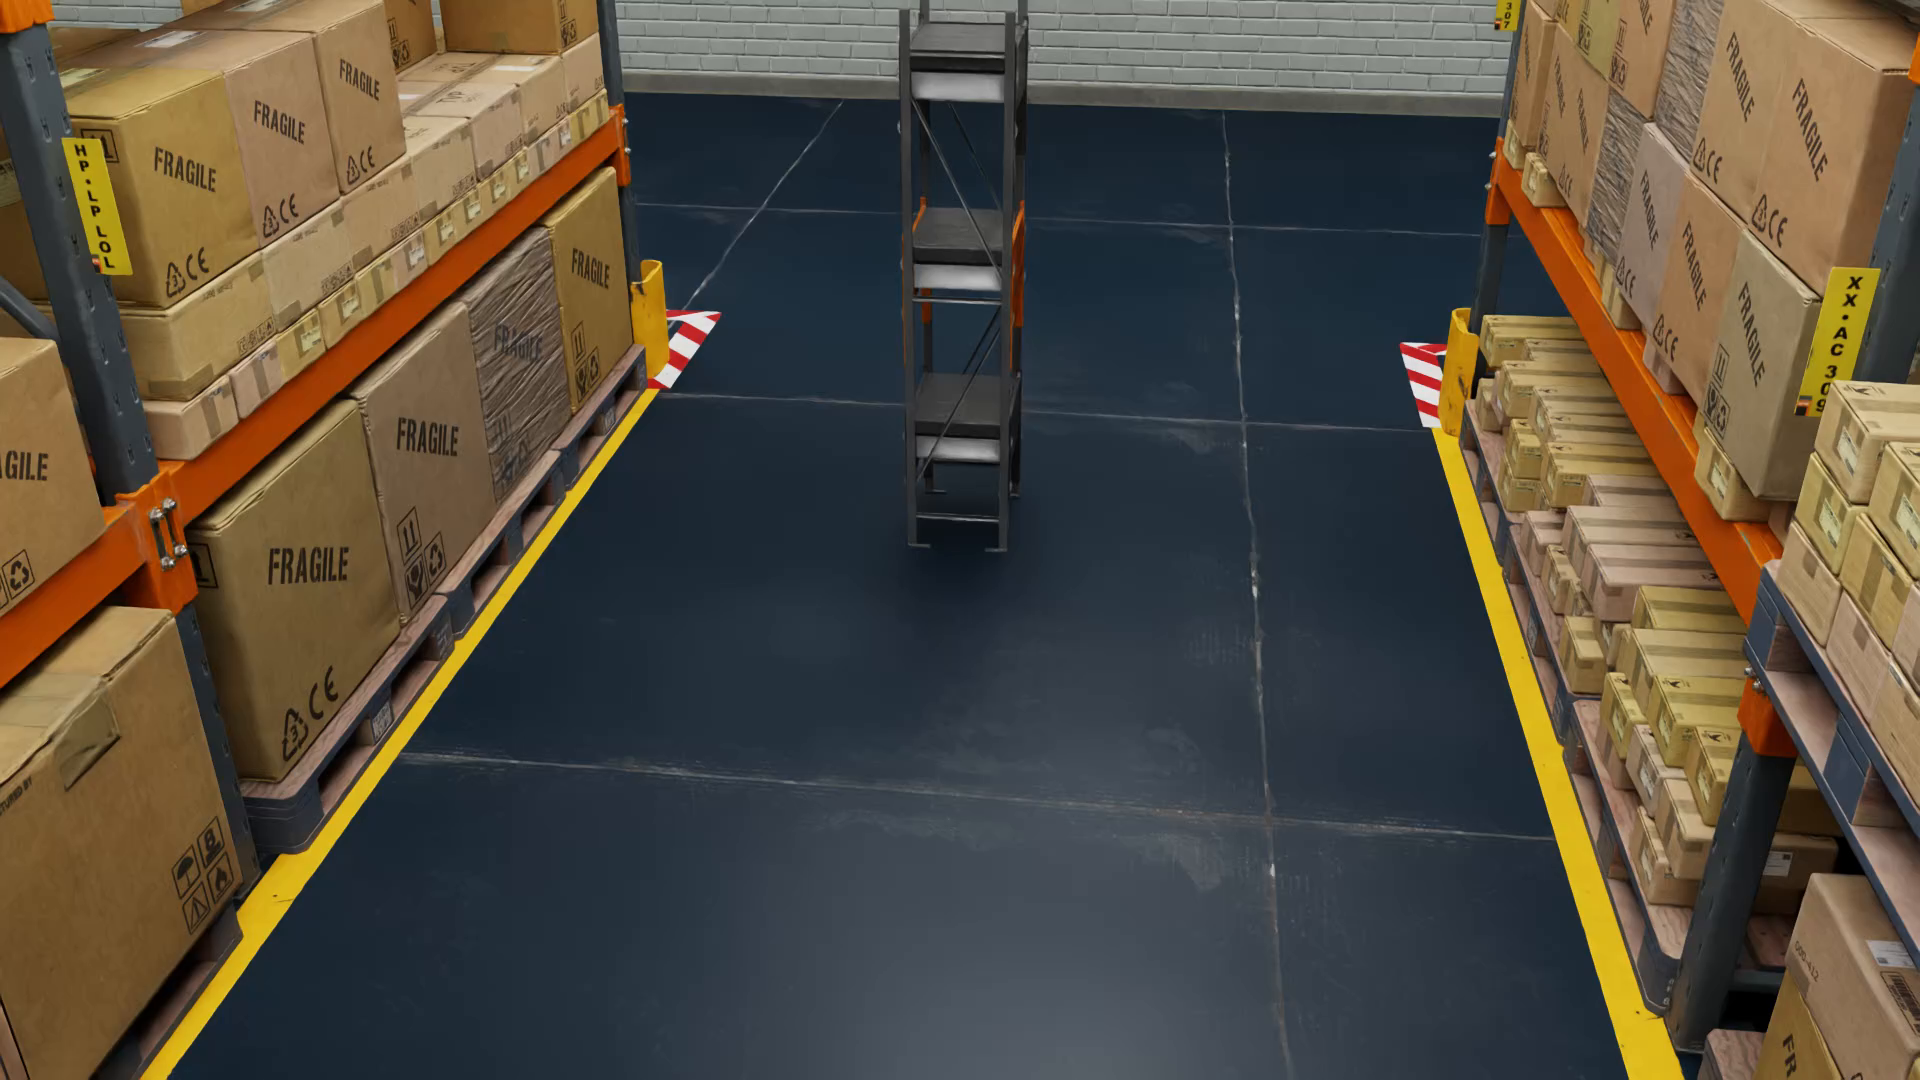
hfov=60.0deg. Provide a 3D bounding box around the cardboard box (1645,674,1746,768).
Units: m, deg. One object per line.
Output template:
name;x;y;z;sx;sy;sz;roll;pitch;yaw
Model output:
cardboard box;2.125;0.509;4.579;0.380;0.149;0.250;4;29;7

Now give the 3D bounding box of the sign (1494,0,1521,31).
sign;2.299;-2.290;6.925;0.100;0.325;0.005;3;28;6

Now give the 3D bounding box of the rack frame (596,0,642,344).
rack frame;-2.072;-2.213;7.696;1.000;3.000;0.127;3;28;6

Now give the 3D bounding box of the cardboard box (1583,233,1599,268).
cardboard box;2.385;-1.017;5.740;0.380;0.149;0.250;3;28;5

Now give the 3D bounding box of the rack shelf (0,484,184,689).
rack shelf;-2.808;0.928;2.624;1.077;0.370;4.000;3;28;6

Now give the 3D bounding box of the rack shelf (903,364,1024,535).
rack shelf;0.020;-0.374;6.735;0.431;0.518;0.480;3;28;6

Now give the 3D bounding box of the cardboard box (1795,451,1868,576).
cardboard box;1.843;-0.041;3.172;0.380;0.149;0.250;4;29;7

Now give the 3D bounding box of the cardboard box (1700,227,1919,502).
cardboard box;2.127;-0.414;3.936;0.500;0.500;0.500;3;28;6

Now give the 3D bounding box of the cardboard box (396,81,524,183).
cardboard box;-1.993;-1.556;6.321;0.500;0.250;0.500;2;28;4

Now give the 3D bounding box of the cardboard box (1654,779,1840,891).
cardboard box;2.071;0.778;4.393;0.380;0.149;0.250;4;29;7

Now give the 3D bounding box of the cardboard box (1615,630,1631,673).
cardboard box;2.235;0.410;5.075;0.380;0.149;0.250;4;29;7

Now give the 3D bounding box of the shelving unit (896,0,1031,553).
shelving unit;0.020;-1.002;6.397;0.431;2.100;0.503;3;28;6

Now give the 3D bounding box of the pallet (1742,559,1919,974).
pallet;2.110;0.441;2.971;1.003;0.211;1.213;3;28;6

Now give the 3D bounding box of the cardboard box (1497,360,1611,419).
cardboard box;2.364;-0.594;6.626;0.380;0.149;0.250;3;28;6

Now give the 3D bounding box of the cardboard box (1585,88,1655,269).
cardboard box;2.339;-1.134;5.273;0.500;0.500;0.500;3;28;5

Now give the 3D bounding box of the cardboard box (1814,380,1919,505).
cardboard box;1.843;-0.172;3.102;0.380;0.149;0.250;5;29;9

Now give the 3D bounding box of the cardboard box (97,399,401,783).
cardboard box;-2.402;0.114;5.173;0.875;0.875;0.875;3;28;6

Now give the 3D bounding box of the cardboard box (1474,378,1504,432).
cardboard box;2.456;-0.579;7.226;0.380;0.149;0.250;4;29;7

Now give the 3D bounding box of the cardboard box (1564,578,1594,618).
cardboard box;2.283;0.265;5.658;0.380;0.149;0.250;4;29;7

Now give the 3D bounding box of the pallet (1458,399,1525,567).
pallet;2.694;-0.234;6.961;1.003;0.211;1.213;3;28;6

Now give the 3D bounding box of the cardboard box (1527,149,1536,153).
cardboard box;2.483;-1.511;6.657;0.380;0.149;0.250;4;29;8

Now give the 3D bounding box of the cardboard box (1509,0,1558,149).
cardboard box;2.509;-1.857;6.616;0.500;0.500;0.500;5;29;9

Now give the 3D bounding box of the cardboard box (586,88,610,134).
cardboard box;-1.789;-1.916;7.409;0.380;0.149;0.250;4;29;7

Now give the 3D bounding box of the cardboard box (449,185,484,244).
cardboard box;-1.977;-1.196;6.073;0.380;0.149;0.250;4;29;7

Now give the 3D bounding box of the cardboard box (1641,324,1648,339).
cardboard box;2.310;-0.648;5.055;0.380;0.149;0.250;3;28;5

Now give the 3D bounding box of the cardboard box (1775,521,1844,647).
cardboard box;1.843;0.090;3.243;0.380;0.149;0.250;2;28;4

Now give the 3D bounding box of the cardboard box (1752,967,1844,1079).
cardboard box;1.994;1.253;3.454;0.500;0.500;0.500;4;29;8

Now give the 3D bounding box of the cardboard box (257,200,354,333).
cardboard box;-2.179;-0.835;4.982;0.500;0.250;0.500;3;28;6

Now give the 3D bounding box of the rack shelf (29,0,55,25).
rack shelf;-2.317;-2.276;5.407;1.077;0.370;4.000;3;28;6

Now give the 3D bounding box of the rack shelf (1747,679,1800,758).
rack shelf;2.103;1.264;2.001;1.077;0.370;4.000;3;28;6

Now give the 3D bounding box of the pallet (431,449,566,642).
pallet;-2.245;-0.032;6.587;1.003;0.211;1.213;3;28;6

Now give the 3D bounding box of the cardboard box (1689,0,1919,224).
cardboard box;2.195;-1.090;4.138;0.500;0.500;0.500;2;28;5

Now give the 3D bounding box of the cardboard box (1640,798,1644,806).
cardboard box;2.172;0.754;4.751;0.380;0.149;0.250;4;29;8

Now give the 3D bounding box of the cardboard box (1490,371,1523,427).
cardboard box;2.429;-0.581;6.915;0.380;0.149;0.250;3;28;6

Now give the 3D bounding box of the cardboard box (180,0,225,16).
cardboard box;-2.518;-1.919;6.202;0.500;0.500;0.500;3;28;5

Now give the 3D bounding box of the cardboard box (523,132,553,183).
cardboard box;-1.883;-1.557;6.743;0.380;0.149;0.250;4;29;7

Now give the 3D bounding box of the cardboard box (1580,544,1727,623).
cardboard box;2.199;0.140;5.262;0.380;0.149;0.250;2;28;4

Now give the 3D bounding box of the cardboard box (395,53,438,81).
cardboard box;-2.456;-1.823;6.815;0.500;0.250;0.500;3;28;6

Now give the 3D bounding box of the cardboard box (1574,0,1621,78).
cardboard box;2.378;-1.815;5.484;0.500;0.500;0.500;3;28;5

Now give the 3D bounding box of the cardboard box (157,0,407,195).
cardboard box;-2.123;-1.413;5.263;0.500;0.500;0.500;2;28;5

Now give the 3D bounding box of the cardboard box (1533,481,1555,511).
cardboard box;2.405;-0.094;6.326;0.380;0.149;0.250;3;29;6

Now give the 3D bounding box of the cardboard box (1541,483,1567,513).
cardboard box;2.410;-0.216;6.237;0.380;0.149;0.250;2;28;4

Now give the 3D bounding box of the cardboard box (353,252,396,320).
cardboard box;-2.071;-0.832;5.396;0.380;0.149;0.250;3;28;5

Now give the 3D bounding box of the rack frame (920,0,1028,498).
rack frame;0.050;-1.117;6.610;0.400;2.100;0.015;3;28;6

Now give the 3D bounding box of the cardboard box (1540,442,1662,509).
cardboard box;2.295;-0.222;5.935;0.380;0.149;0.250;4;29;7

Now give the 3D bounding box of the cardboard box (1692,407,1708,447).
cardboard box;2.166;-0.282;4.376;0.380;0.149;0.250;4;29;8

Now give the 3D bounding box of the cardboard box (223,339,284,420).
cardboard box;-2.164;-0.463;4.712;0.380;0.149;0.250;2;28;5

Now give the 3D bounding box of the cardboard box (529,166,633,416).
cardboard box;-2.071;-1.157;7.532;0.875;0.875;0.875;3;28;6
